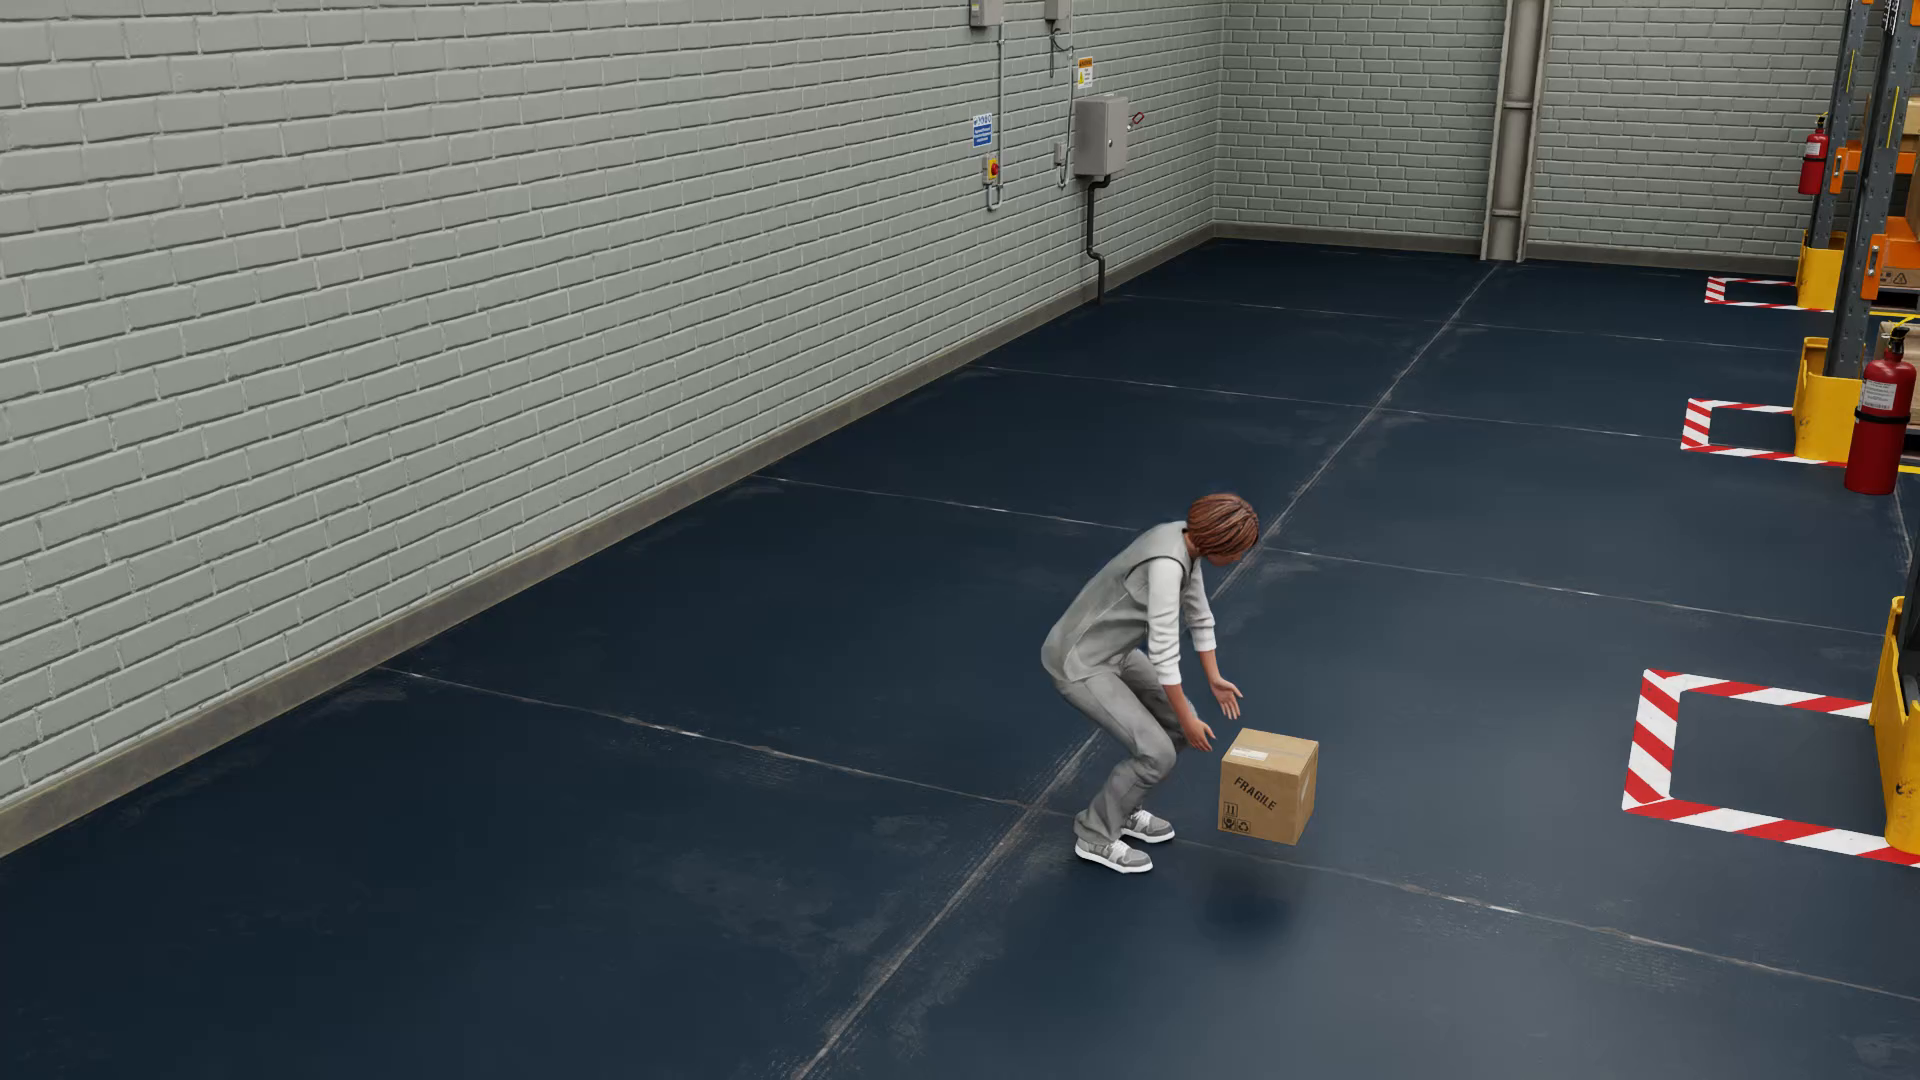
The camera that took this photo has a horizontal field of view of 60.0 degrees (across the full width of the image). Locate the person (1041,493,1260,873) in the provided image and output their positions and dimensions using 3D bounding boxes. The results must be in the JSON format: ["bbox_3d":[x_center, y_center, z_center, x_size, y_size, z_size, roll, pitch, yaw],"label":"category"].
[{"bbox_3d":[0.604,0.436,5.369,0.671,1.252,0.463,9,21,23],"label":"person"}]
